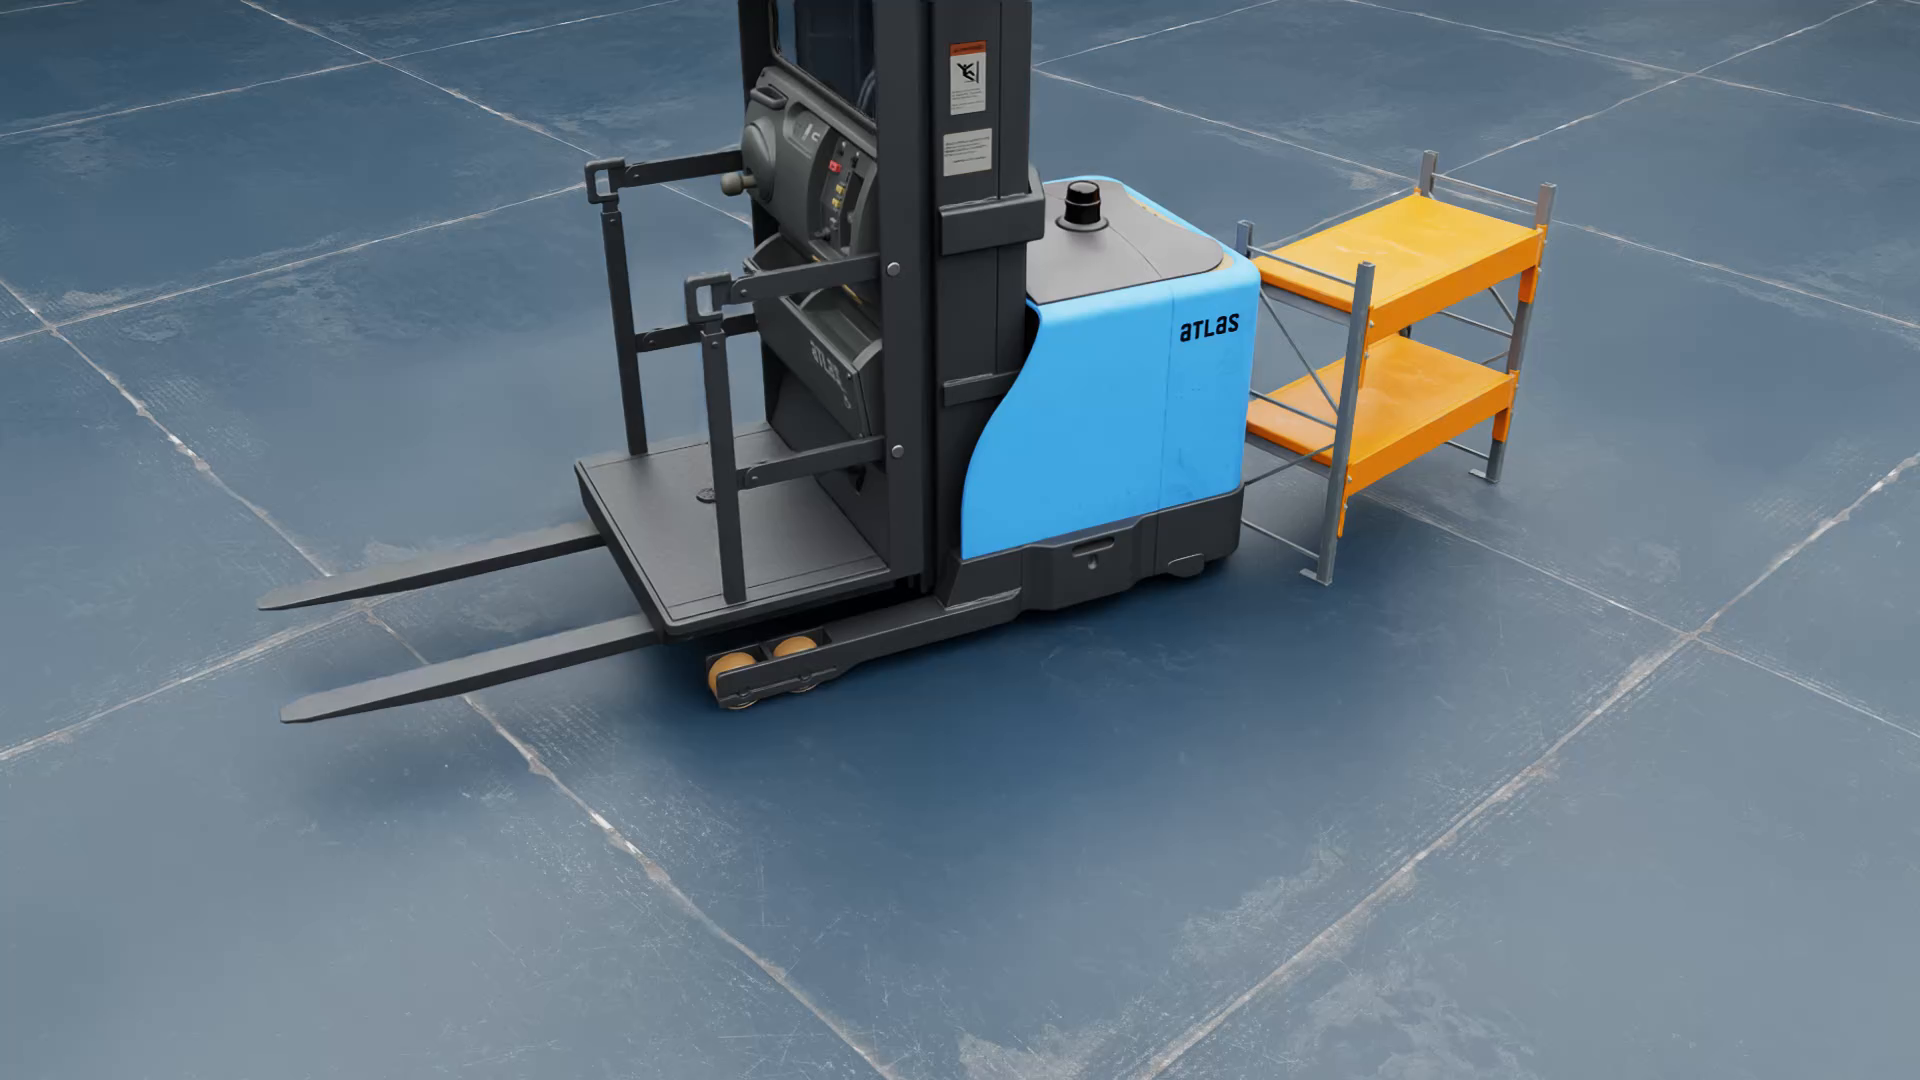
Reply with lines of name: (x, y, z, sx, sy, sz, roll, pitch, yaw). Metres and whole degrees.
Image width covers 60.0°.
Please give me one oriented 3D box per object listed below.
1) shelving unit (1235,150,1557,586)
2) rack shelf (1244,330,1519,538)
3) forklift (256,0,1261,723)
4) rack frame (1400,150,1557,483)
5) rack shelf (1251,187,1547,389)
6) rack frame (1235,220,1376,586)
shelving unit: (1.427, -0.608, 5.666, 1.048, 1.125, 0.538, -26, 40, -35)
rack shelf: (1.427, -0.400, 5.794, 1.000, 0.278, 0.538, -26, 40, -35)
forklift: (-0.620, -1.063, 4.679, 3.031, 2.935, 1.130, -14, 34, -22)
rack frame: (1.801, -0.788, 5.960, 0.032, 1.125, 0.500, -26, 40, -35)
rack shelf: (1.427, -0.858, 5.514, 1.000, 0.278, 0.538, -26, 40, -35)
rack frame: (1.053, -0.429, 5.373, 0.032, 1.125, 0.500, -26, 40, -35)
